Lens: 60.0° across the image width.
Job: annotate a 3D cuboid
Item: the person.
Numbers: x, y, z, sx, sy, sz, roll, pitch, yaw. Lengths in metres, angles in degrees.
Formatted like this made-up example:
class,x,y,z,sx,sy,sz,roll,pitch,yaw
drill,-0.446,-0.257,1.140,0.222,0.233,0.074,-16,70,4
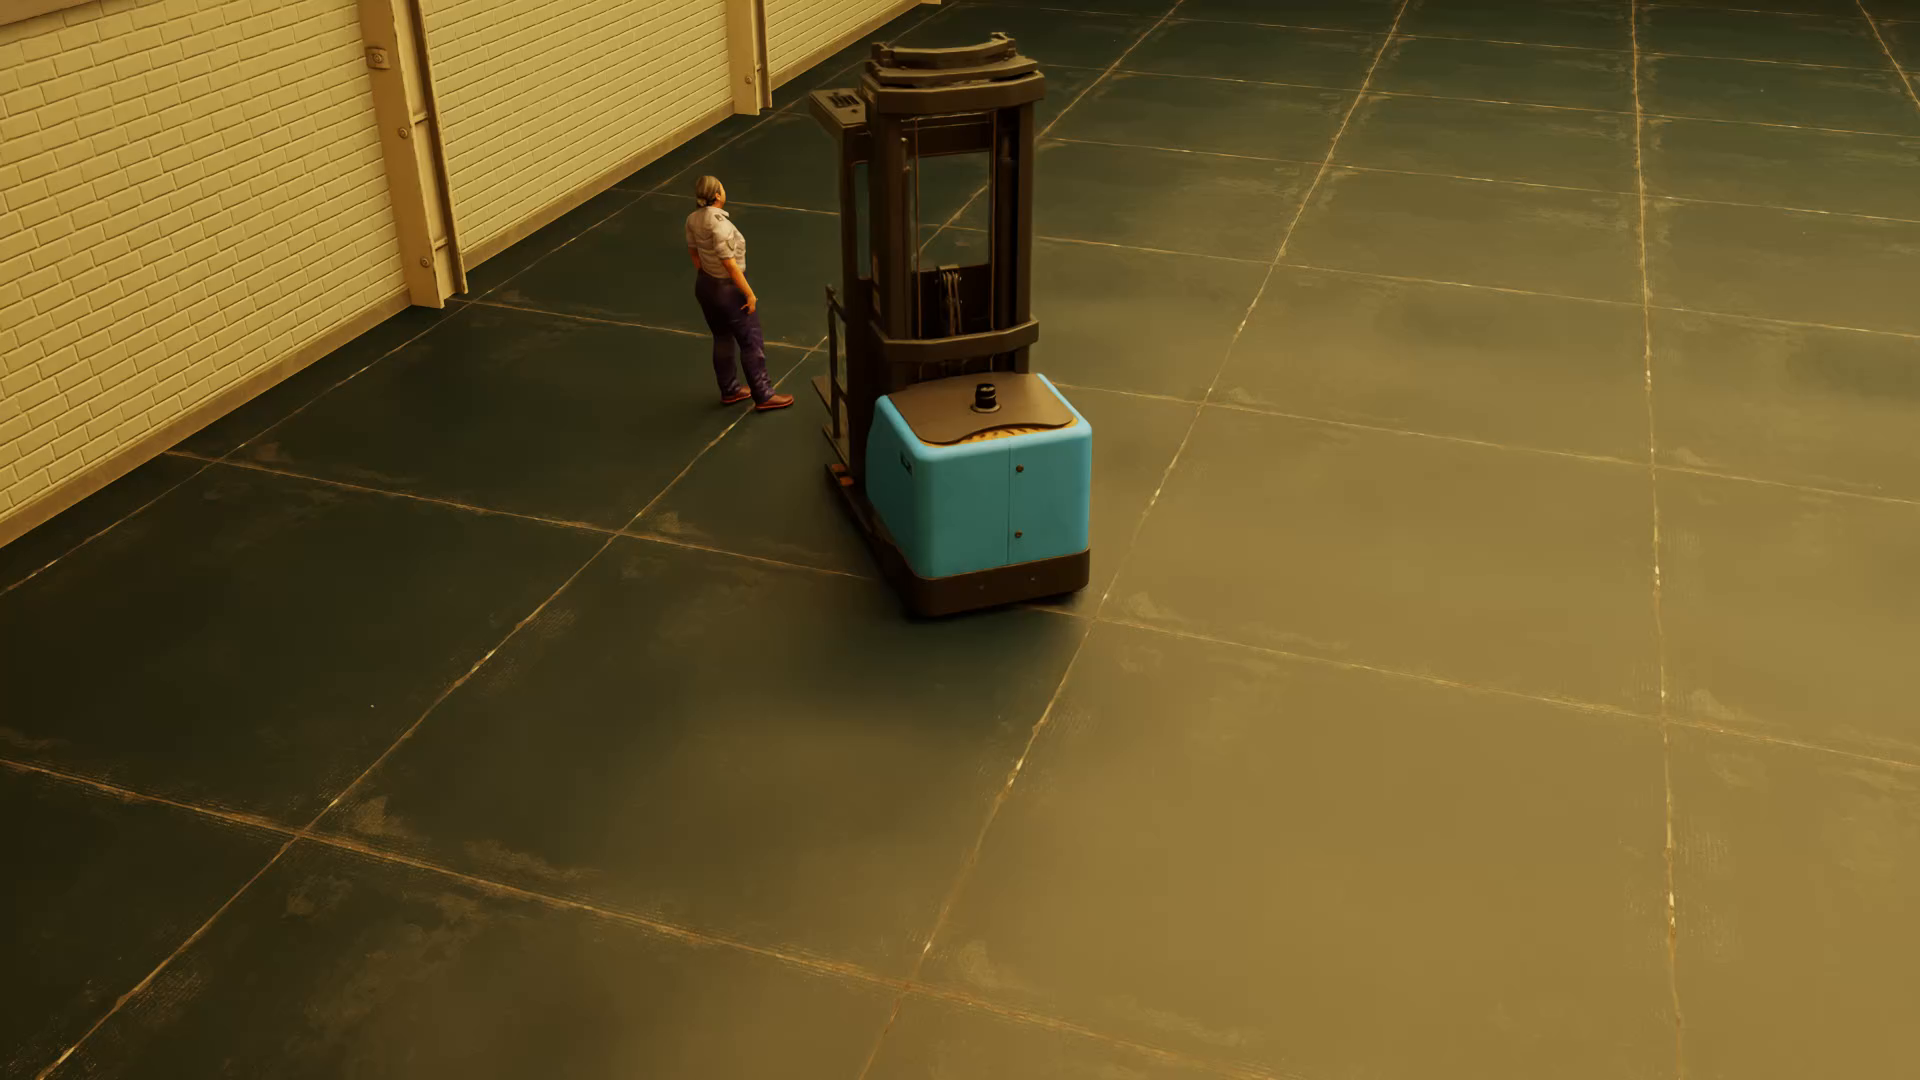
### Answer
class,x,y,z,sx,sy,sz,roll,pitch,yaw
person,-1.535,-1.714,11.429,0.503,1.650,0.604,-24,37,-35

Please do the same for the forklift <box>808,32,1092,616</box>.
class,x,y,z,sx,sy,sz,roll,pitch,yaw
forklift,-0.225,-1.567,9.885,1.130,2.935,3.031,-10,31,-16
